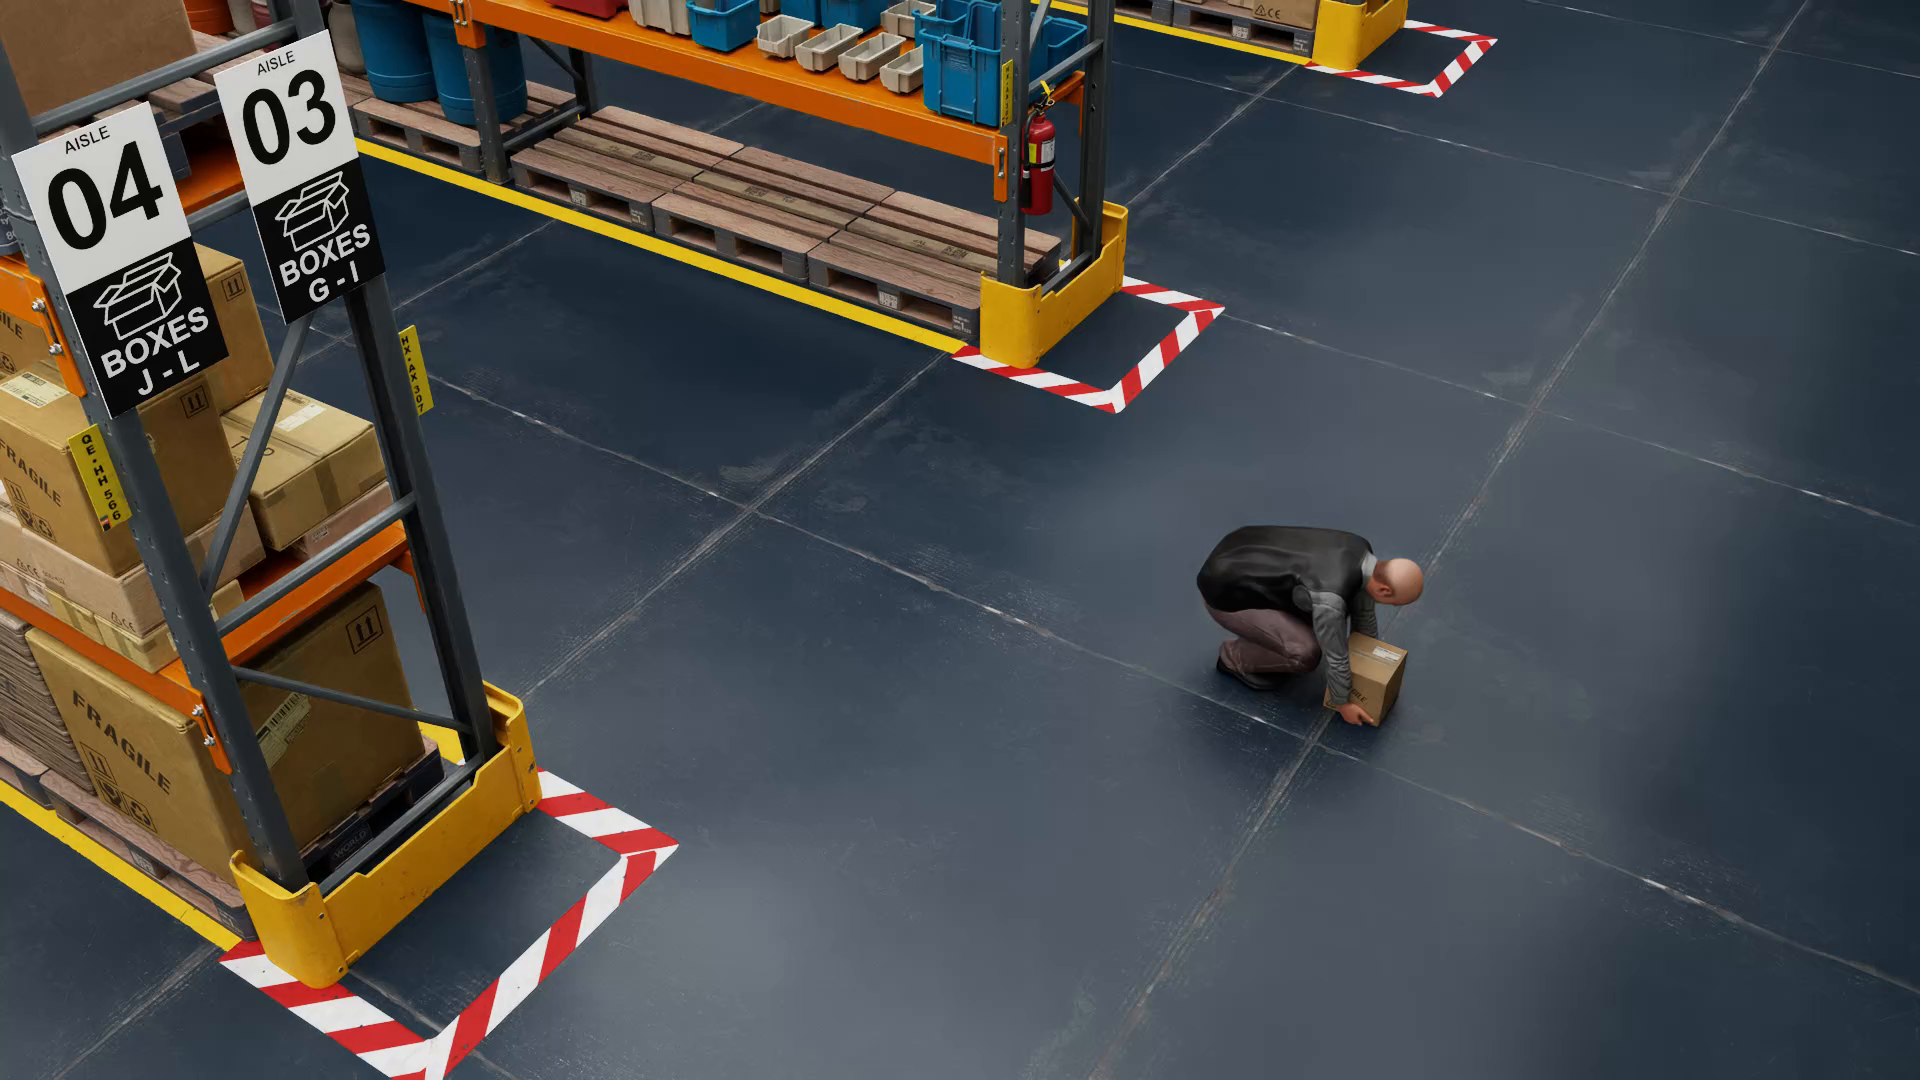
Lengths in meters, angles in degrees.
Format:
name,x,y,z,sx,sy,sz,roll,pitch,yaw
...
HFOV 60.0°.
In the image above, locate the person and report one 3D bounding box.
name,x,y,z,sx,sy,sz,roll,pitch,yaw
person,1.479,0.246,7.092,0.952,0.884,0.520,20,42,23
